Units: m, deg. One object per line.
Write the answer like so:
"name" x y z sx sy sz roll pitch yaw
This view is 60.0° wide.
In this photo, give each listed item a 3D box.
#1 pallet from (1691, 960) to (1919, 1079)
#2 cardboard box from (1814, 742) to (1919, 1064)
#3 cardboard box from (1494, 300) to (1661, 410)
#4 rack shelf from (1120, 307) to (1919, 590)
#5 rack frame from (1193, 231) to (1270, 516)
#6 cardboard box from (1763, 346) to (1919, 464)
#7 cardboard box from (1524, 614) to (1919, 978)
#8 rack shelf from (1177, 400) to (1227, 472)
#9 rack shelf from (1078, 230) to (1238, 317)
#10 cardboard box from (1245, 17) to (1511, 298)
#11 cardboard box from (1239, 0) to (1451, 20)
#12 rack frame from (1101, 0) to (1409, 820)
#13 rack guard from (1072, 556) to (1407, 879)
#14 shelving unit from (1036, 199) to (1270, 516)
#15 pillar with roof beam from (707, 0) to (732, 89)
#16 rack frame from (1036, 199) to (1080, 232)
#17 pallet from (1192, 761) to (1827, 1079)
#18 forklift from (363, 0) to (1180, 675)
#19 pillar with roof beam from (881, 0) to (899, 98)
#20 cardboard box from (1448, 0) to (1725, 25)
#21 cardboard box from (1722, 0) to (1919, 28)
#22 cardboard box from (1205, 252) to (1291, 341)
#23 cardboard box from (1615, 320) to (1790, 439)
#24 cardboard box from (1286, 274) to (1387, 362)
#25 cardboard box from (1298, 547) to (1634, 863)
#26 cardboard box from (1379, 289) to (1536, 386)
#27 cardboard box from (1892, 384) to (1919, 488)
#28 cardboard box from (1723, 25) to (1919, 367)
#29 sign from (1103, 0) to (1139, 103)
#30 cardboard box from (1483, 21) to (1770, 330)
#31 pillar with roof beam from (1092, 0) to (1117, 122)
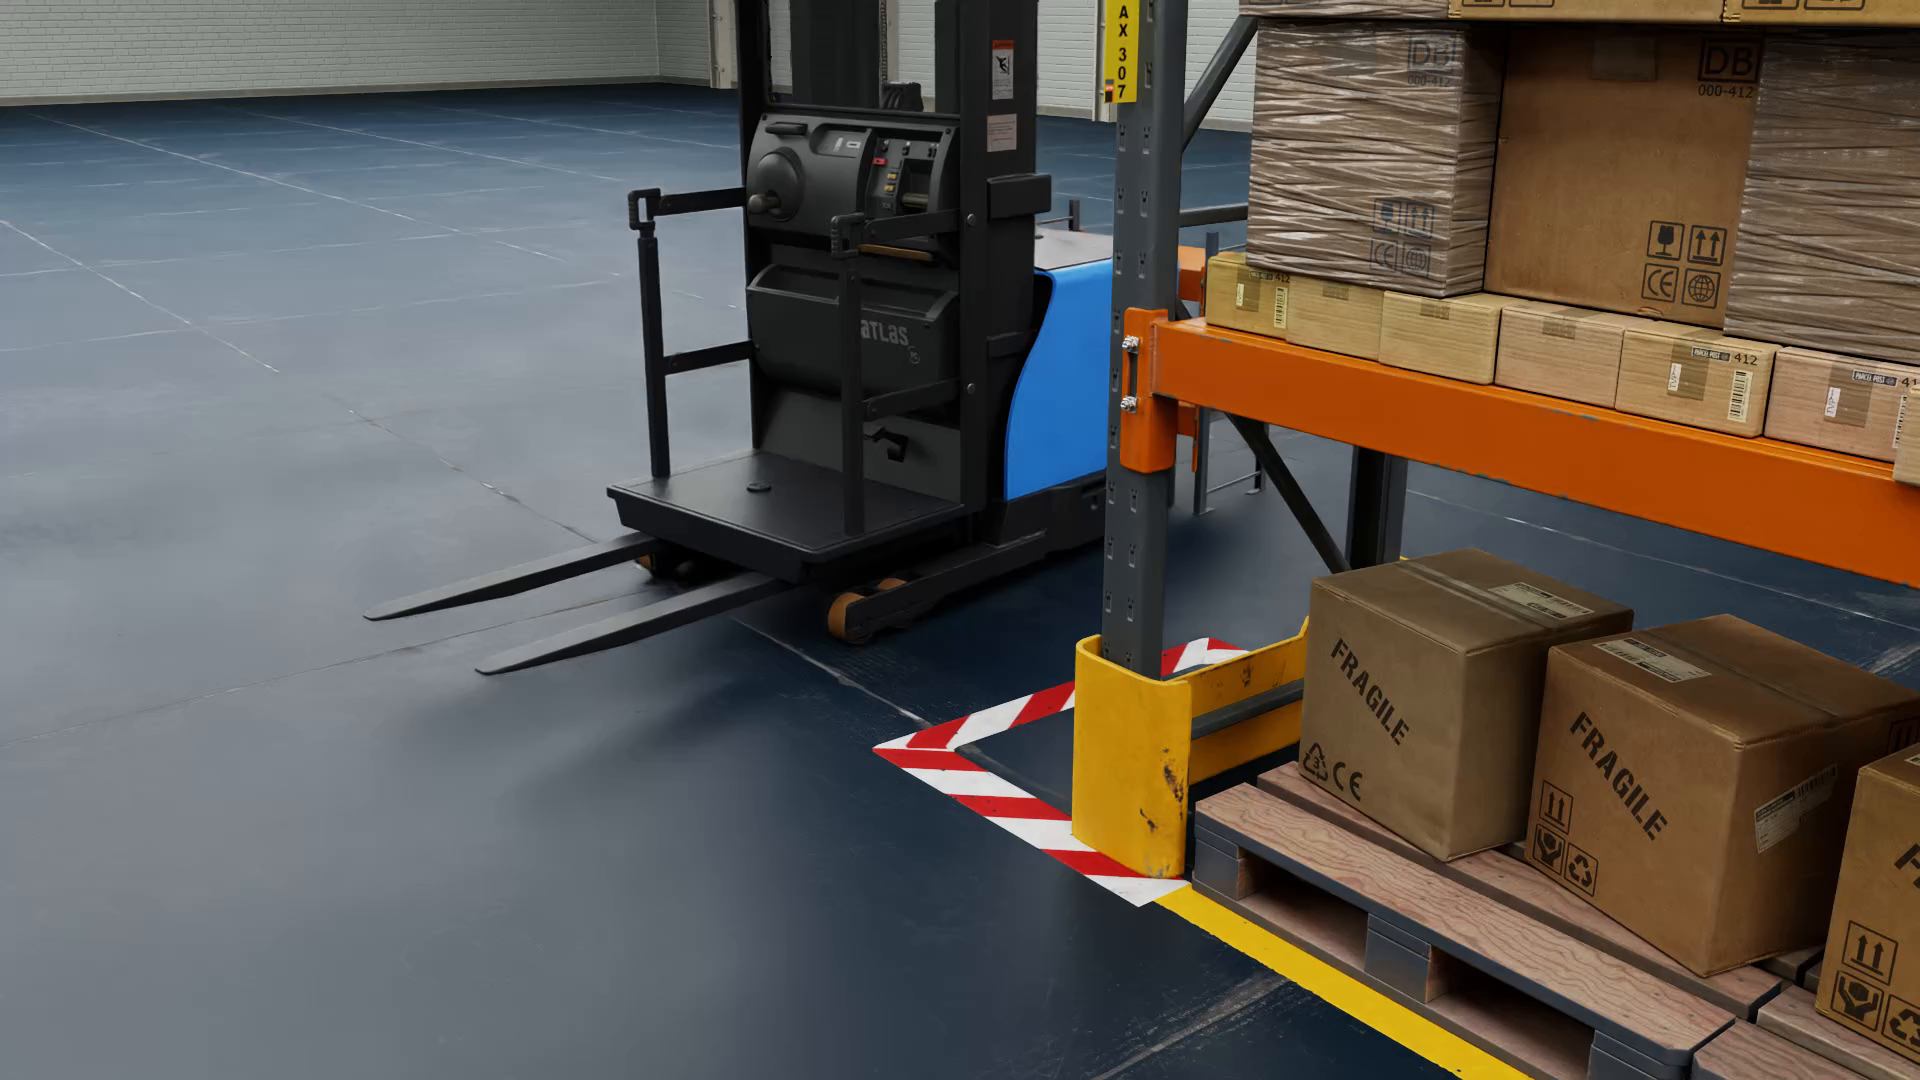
"pallet" 2.048 1.063 2.818 1.003 0.211 1.213 -14 23 -36
"cardboard box" 1.917 0.656 2.919 0.500 0.500 0.500 -12 22 -31
"cardboard box" 1.216 -0.364 3.090 0.380 0.149 0.250 -14 23 -36
"rack shelf" 2.012 0.047 2.593 1.077 0.370 4.000 -14 23 -36
"rack frame" 1.112 -0.691 6.661 0.032 1.125 0.500 16 24 39
"cardboard box" 1.542 -0.245 2.729 0.380 0.149 0.250 -14 23 -36
"cardboard box" 1.543 0.498 3.396 0.500 0.500 0.500 -8 20 -22
"rack shelf" 0.731 -0.565 7.057 1.000 0.278 0.538 16 24 39
"rack shelf" 0.731 -1.075 6.888 1.000 0.278 0.538 16 24 39
"cardboard box" 1.090 -0.835 3.481 0.875 0.500 0.500 -14 23 -36
"cardboard box" 0.898 -1.262 3.179 0.500 0.500 0.500 -14 23 -36
"rack frame" 0.771 -0.787 3.969 1.000 3.000 0.127 -14 23 -36
"rack guard" 0.818 0.418 4.305 1.175 0.500 0.348 -14 23 -36
"shelving unit" 0.731 -0.797 6.980 1.048 1.125 0.538 16 24 39
"pillar with roof beam" -8.469 -13.084 31.561 9.100 9.000 0.400 -14 23 -36
"rack frame" 0.350 -0.903 7.300 0.032 1.125 0.500 16 24 39
"pallet" 1.294 0.762 3.725 1.003 0.211 1.213 -14 23 -36
"forklift" -0.519 -1.235 5.430 1.130 2.935 3.031 16 24 40
"pillar with roof beam" -4.744 -11.606 27.096 9.100 9.000 0.400 -14 23 -36
"cardboard box" 1.203 -1.137 2.803 0.500 0.500 0.500 -14 23 -36
"cardboard box" 1.515 -1.015 2.432 0.500 0.500 0.500 -14 23 -36
"cardboard box" 0.761 -0.551 3.656 0.380 0.149 0.250 -14 23 -36
"cardboard box" 1.365 -0.301 2.899 0.380 0.149 0.250 -14 23 -36
"cardboard box" 0.901 -0.486 3.458 0.380 0.149 0.250 -14 23 -36
"cardboard box" 1.145 0.357 3.821 0.500 0.500 0.500 -9 20 -26
"cardboard box" 1.044 -0.422 3.263 0.380 0.149 0.250 -14 23 -36
"cardboard box" 1.616 -0.163 2.482 0.380 0.149 0.250 -14 23 -36
"cardboard box" 1.772 -0.604 2.782 0.875 0.500 0.500 -14 23 -36
"sign" 0.345 -1.092 3.513 0.100 0.325 0.005 -14 23 -36
"cardboard box" 1.495 -0.735 3.179 0.875 0.500 0.500 -14 23 -36
"pillar with roof beam" -1.019 -10.127 22.631 9.100 9.000 0.400 -14 23 -36
